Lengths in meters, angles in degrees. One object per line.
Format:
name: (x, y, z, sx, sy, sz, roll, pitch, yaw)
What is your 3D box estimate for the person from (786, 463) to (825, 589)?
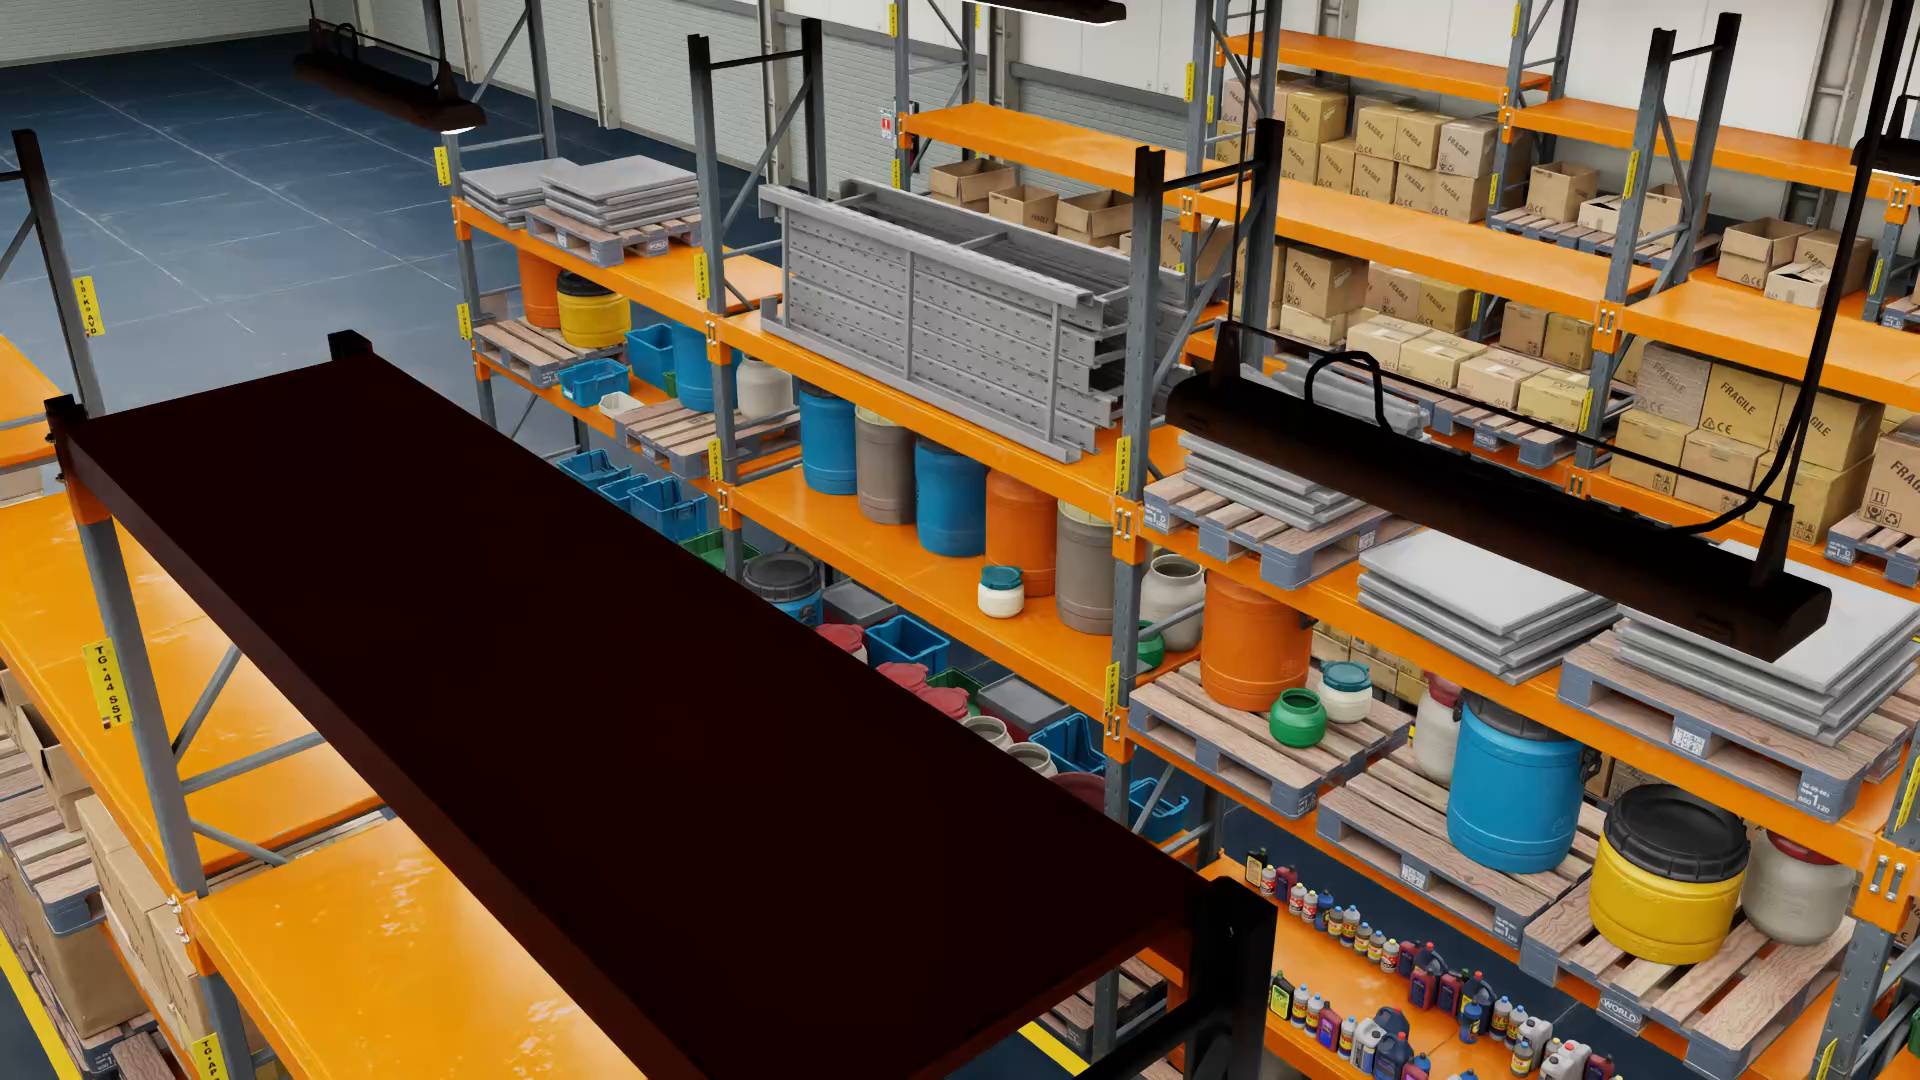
person: (-1.426, -0.022, 15.656, 0.907, 1.731, 0.565, 16, 31, 28)
